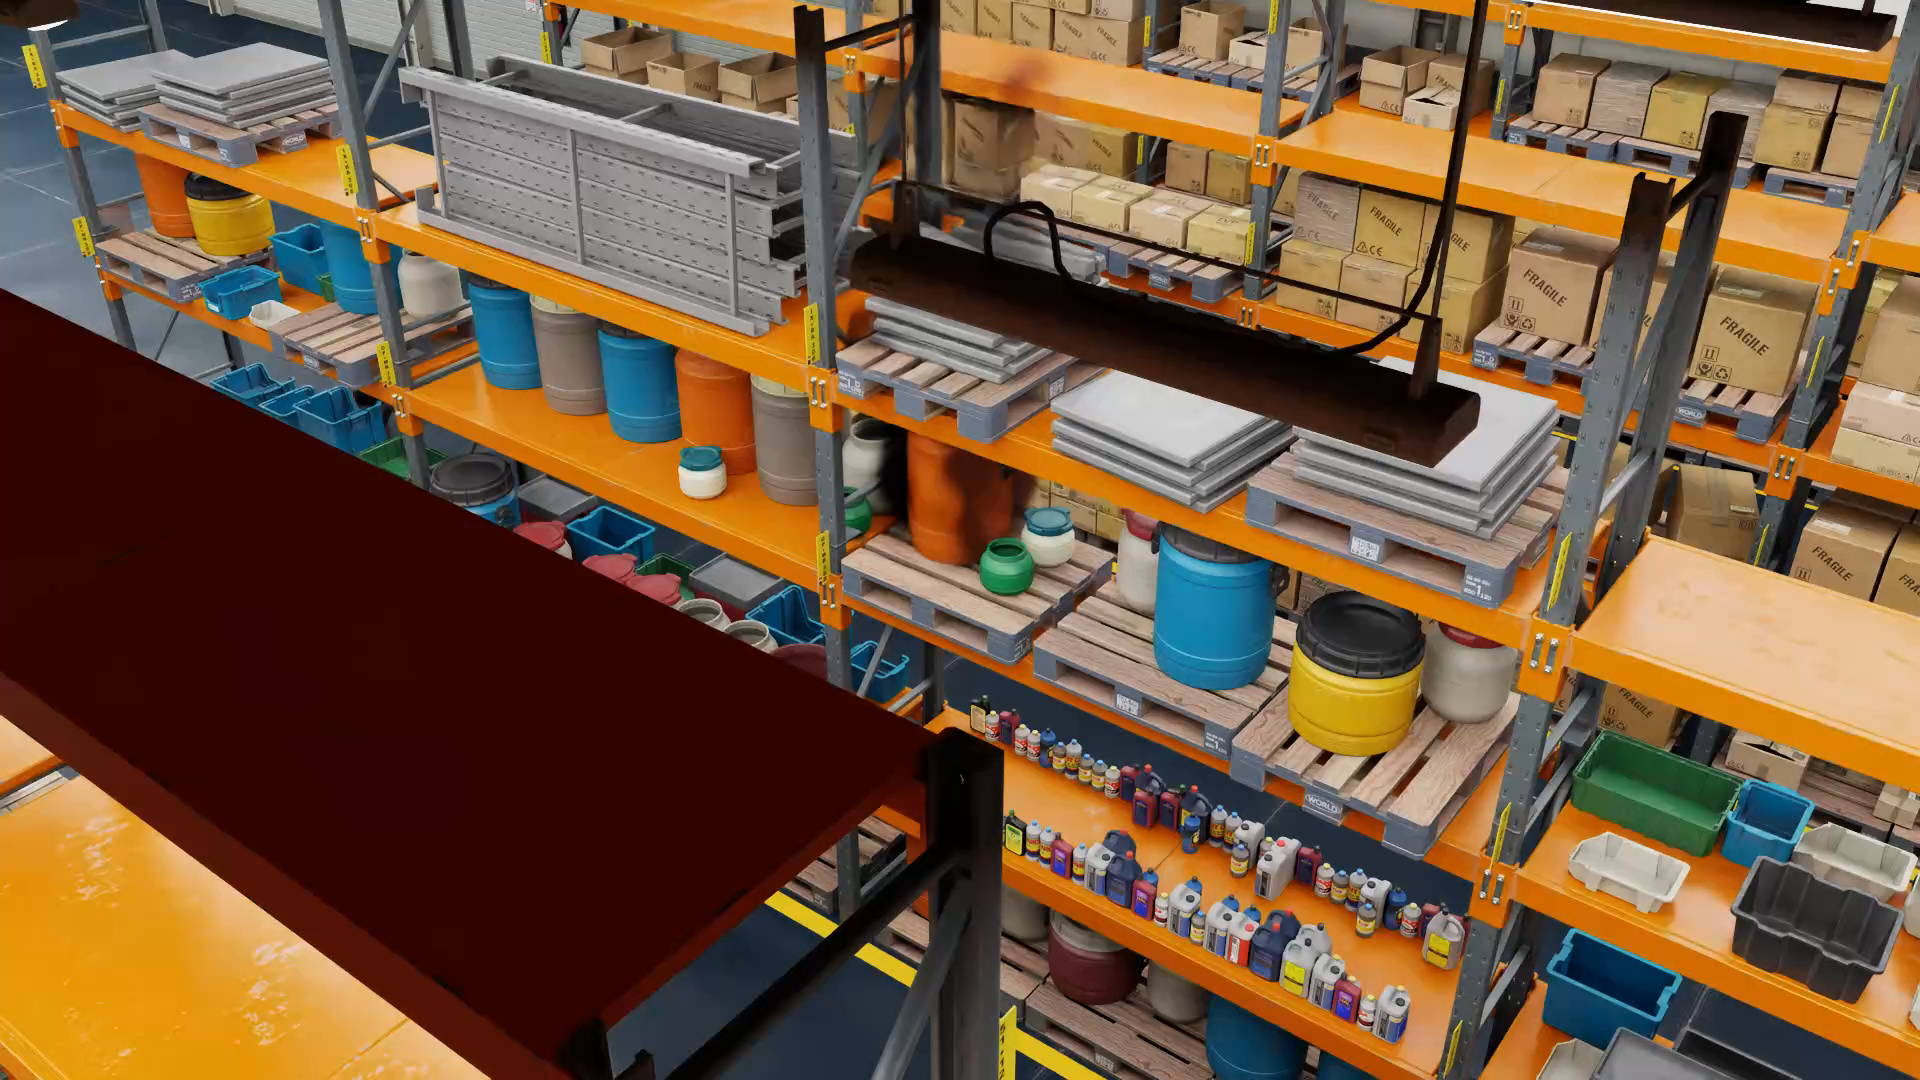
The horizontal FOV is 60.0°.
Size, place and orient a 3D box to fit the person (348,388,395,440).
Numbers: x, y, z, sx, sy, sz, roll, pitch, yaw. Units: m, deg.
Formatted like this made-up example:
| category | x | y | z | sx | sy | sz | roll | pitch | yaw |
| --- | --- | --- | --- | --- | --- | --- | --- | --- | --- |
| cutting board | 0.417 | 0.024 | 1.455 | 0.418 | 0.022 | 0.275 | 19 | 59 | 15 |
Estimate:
| category | x | y | z | sx | sy | sz | roll | pitch | yaw |
| --- | --- | --- | --- | --- | --- | --- | --- | --- | --- |
| person | -5.566 | -1.346 | 15.895 | 0.797 | 1.687 | 0.686 | 23 | 38 | 32 |
